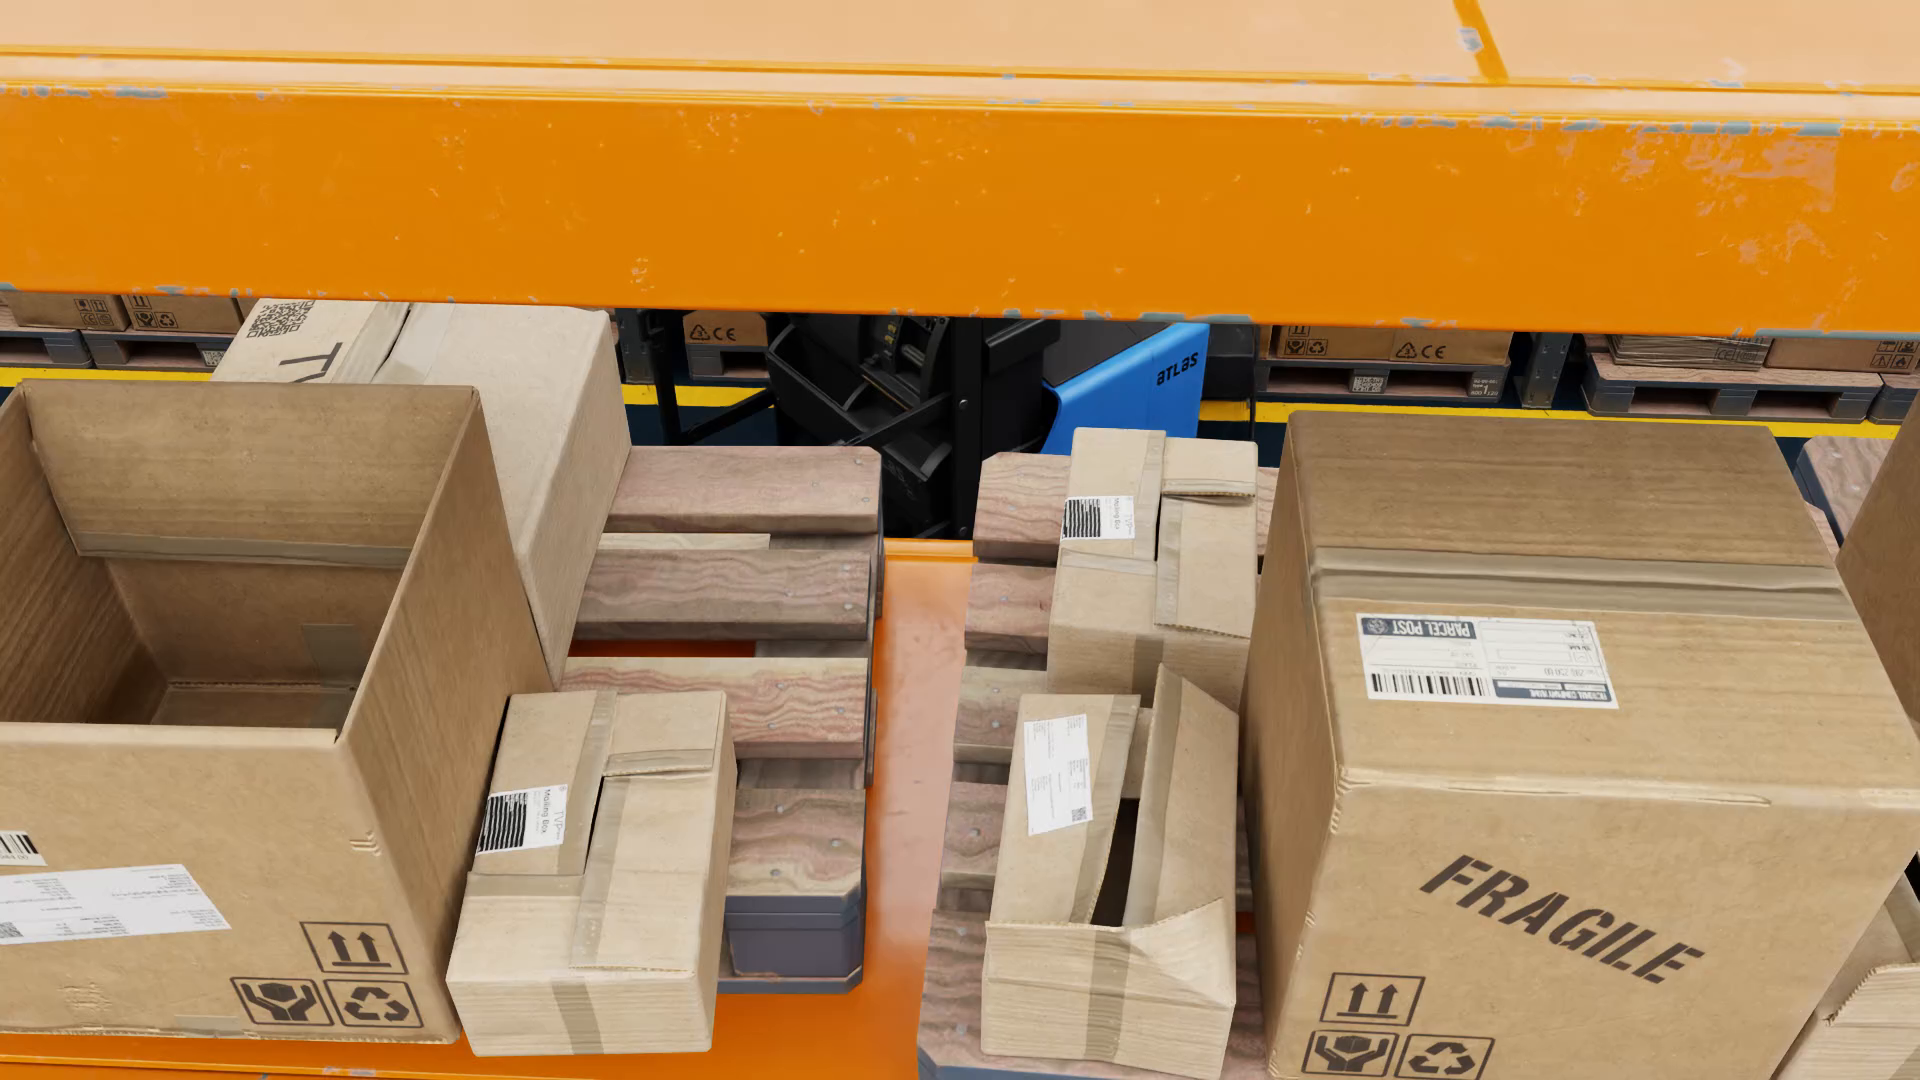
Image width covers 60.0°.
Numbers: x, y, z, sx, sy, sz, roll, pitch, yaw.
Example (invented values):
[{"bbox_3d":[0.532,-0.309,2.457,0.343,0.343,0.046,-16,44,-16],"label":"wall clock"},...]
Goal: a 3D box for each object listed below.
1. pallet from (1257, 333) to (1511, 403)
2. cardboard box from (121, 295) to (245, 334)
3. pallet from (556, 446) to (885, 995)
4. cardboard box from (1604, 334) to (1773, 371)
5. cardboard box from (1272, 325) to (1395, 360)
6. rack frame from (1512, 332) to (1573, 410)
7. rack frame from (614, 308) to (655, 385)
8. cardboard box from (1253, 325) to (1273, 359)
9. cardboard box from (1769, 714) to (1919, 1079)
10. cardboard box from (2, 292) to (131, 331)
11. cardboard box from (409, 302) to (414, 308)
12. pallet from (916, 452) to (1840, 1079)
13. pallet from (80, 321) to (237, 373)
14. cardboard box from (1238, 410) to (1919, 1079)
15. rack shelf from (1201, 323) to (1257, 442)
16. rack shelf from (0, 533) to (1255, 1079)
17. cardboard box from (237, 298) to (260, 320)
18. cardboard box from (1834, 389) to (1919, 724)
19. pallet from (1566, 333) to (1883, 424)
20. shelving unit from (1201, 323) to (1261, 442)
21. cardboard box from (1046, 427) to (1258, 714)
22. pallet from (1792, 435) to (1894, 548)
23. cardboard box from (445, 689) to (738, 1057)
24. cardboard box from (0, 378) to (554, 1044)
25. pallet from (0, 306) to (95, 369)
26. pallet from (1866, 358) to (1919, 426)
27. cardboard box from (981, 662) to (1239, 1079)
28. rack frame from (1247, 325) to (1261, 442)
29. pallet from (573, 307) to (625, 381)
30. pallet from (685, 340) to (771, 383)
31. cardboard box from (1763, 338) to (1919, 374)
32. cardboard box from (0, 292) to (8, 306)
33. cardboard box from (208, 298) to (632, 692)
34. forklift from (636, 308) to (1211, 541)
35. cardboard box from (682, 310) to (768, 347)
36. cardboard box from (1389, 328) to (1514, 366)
[{"bbox_3d":[1.832,-1.043,7.715,1.213,0.211,1.003,2,43,2],"label":"pallet"},{"bbox_3d":[-3.433,-1.279,7.448,0.500,0.500,0.500,3,43,3],"label":"cardboard box"},{"bbox_3d":[-0.721,0.209,2.265,1.217,0.209,0.805,0,43,0],"label":"pallet"},{"bbox_3d":[3.199,-1.271,7.348,0.625,0.625,0.875,3,43,3],"label":"cardboard box"},{"bbox_3d":[1.645,-1.143,7.302,0.500,0.500,0.500,1,43,1],"label":"cardboard box"},{"bbox_3d":[2.576,-2.015,6.712,0.127,3.000,1.000,2,43,2],"label":"rack frame"},{"bbox_3d":[-1.420,-2.138,6.844,0.127,3.000,1.000,2,43,2],"label":"rack frame"},{"bbox_3d":[1.122,-1.157,7.318,0.500,0.500,0.500,3,43,4],"label":"cardboard box"},{"bbox_3d":[0.965,0.359,1.754,0.258,0.266,0.396,1,43,1],"label":"cardboard box"},{"bbox_3d":[-3.957,-1.364,7.539,0.500,0.500,0.700,3,43,4],"label":"cardboard box"},{"bbox_3d":[-2.346,-1.119,7.449,0.258,0.266,0.396,3,43,3],"label":"cardboard box"},{"bbox_3d":[0.593,0.321,2.143,1.213,0.211,1.003,4,43,4],"label":"pallet"},{"bbox_3d":[-3.328,-1.175,7.856,1.213,0.211,1.003,2,43,2],"label":"pallet"},{"bbox_3d":[0.583,0.221,1.731,0.500,0.500,0.500,2,43,2],"label":"cardboard box"},{"bbox_3d":[0.987,-0.731,6.997,0.480,0.518,0.431,1,46,7],"label":"rack shelf"},{"bbox_3d":[0.358,0.469,2.373,4.000,0.370,1.077,2,43,2],"label":"rack shelf"},{"bbox_3d":[-2.920,-1.332,7.505,0.500,0.500,0.700,0,43,0],"label":"cardboard box"},{"bbox_3d":[1.359,0.176,1.778,0.500,0.500,0.700,0,43,0],"label":"cardboard box"},{"bbox_3d":[3.397,-0.943,7.607,1.213,0.211,1.003,2,43,2],"label":"pallet"},{"bbox_3d":[0.932,-1.229,6.489,0.503,2.100,0.431,1,46,7],"label":"shelving unit"},{"bbox_3d":[0.256,0.032,2.177,0.250,0.166,0.380,5,43,5],"label":"cardboard box"},{"bbox_3d":[1.711,0.353,2.109,1.003,0.211,1.213,4,43,4],"label":"pallet"},{"bbox_3d":[-0.391,0.354,1.832,0.250,0.166,0.380,-1,43,-1],"label":"cardboard box"},{"bbox_3d":[-0.772,0.179,1.775,0.500,0.500,0.500,1,43,1],"label":"cardboard box"},{"bbox_3d":[-4.543,-1.214,7.899,1.213,0.211,1.003,2,43,2],"label":"pallet"},{"bbox_3d":[4.612,-0.904,7.565,1.213,0.211,1.003,2,43,2],"label":"pallet"},{"bbox_3d":[0.170,0.335,1.780,0.258,0.266,0.396,5,43,5],"label":"cardboard box"},{"bbox_3d":[1.174,-1.226,6.460,0.015,2.100,0.400,1,46,7],"label":"rack frame"},{"bbox_3d":[-2.106,-1.139,7.818,1.213,0.211,1.003,2,43,2],"label":"pallet"},{"bbox_3d":[-0.605,-1.118,7.796,1.213,0.211,1.003,2,43,2],"label":"pallet"},{"bbox_3d":[3.852,-1.257,7.332,0.625,0.625,0.875,3,43,3],"label":"cardboard box"},{"bbox_3d":[-4.386,-1.248,7.673,0.250,0.149,0.380,0,43,0],"label":"cardboard box"},{"bbox_3d":[-0.750,-0.092,2.205,0.500,0.311,0.500,2,43,2],"label":"cardboard box"},{"bbox_3d":[-0.517,-0.731,5.384,3.031,2.935,1.130,-30,51,-28],"label":"forklift"},{"bbox_3d":[-0.947,-1.209,7.373,0.500,0.500,0.500,3,43,4],"label":"cardboard box"},{"bbox_3d":[2.144,-1.121,7.278,0.500,0.500,0.500,3,43,3],"label":"cardboard box"}]
